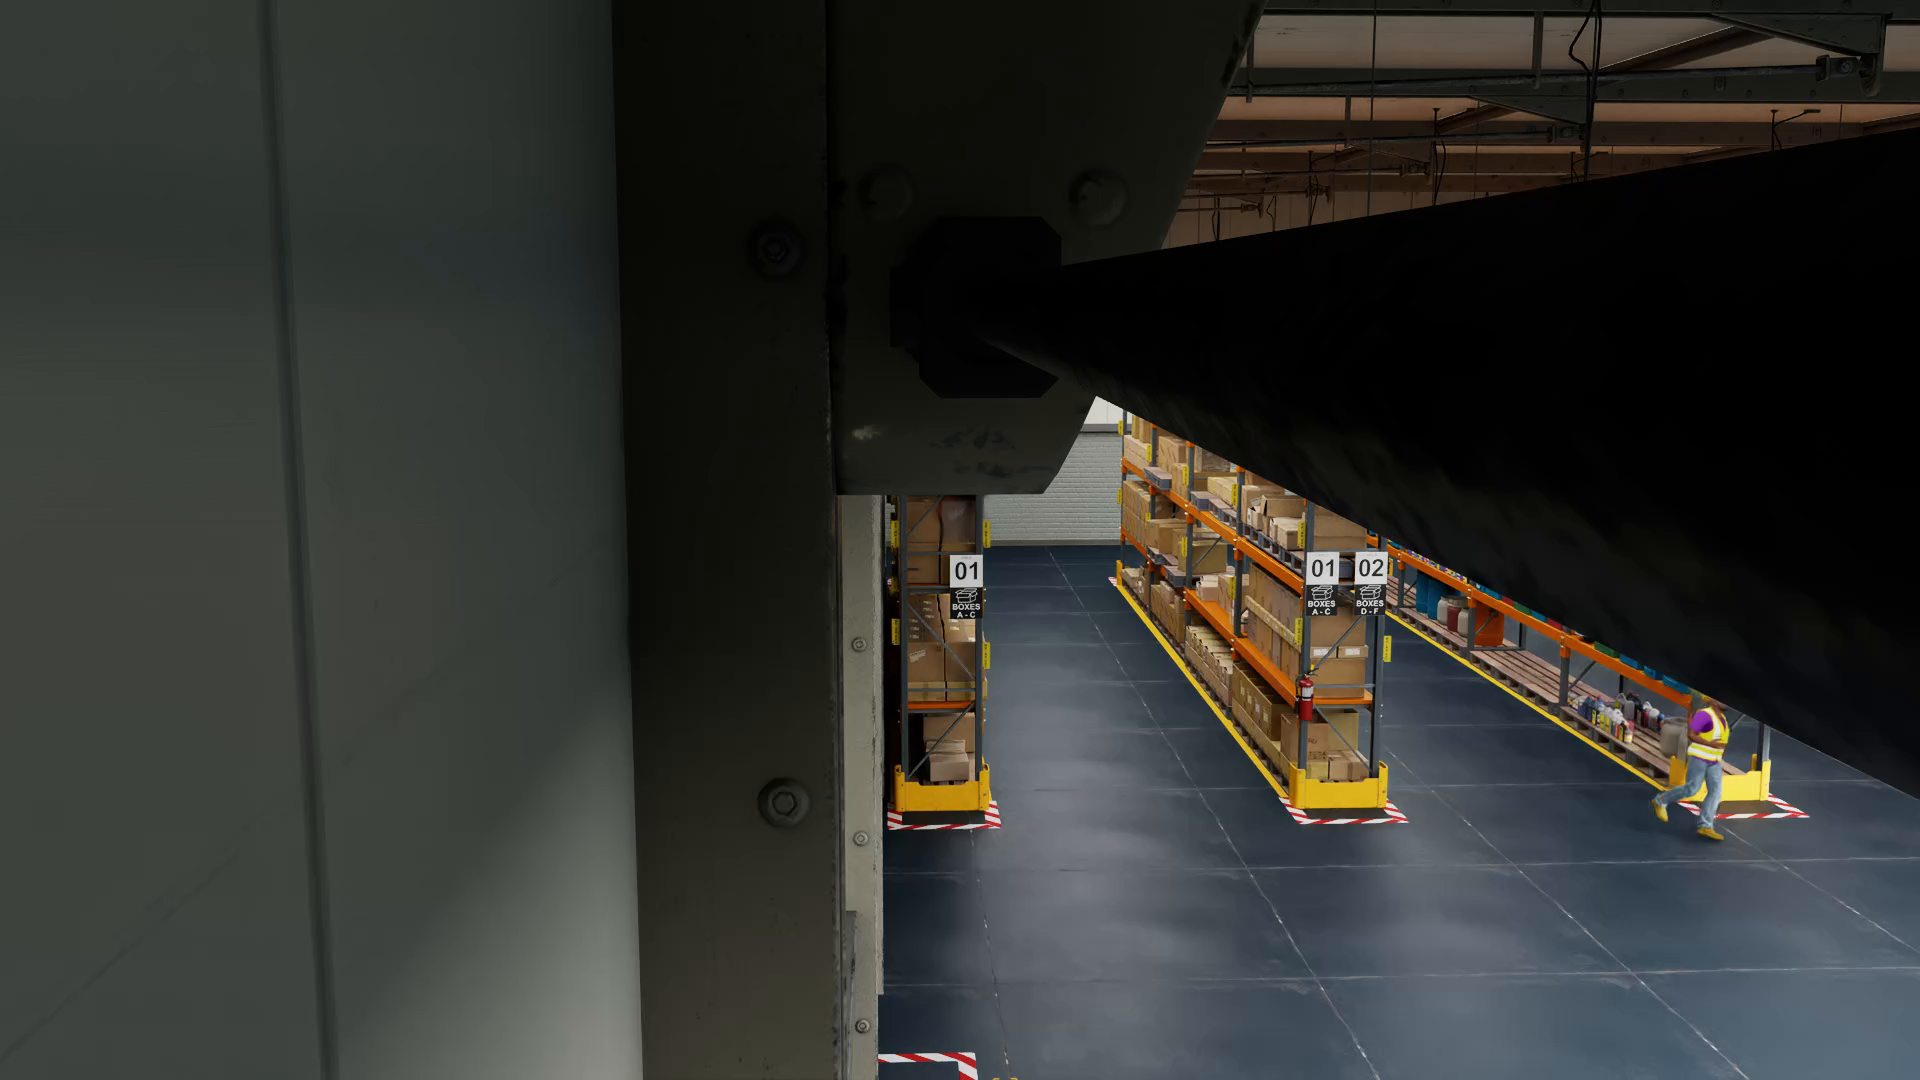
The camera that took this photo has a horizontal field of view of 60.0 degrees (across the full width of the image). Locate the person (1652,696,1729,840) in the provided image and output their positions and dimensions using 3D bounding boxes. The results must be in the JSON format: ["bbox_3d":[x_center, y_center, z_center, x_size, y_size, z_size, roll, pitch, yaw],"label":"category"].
[{"bbox_3d":[8.832,2.590,19.735,0.706,1.720,0.926,-5,10,-32],"label":"person"}]
